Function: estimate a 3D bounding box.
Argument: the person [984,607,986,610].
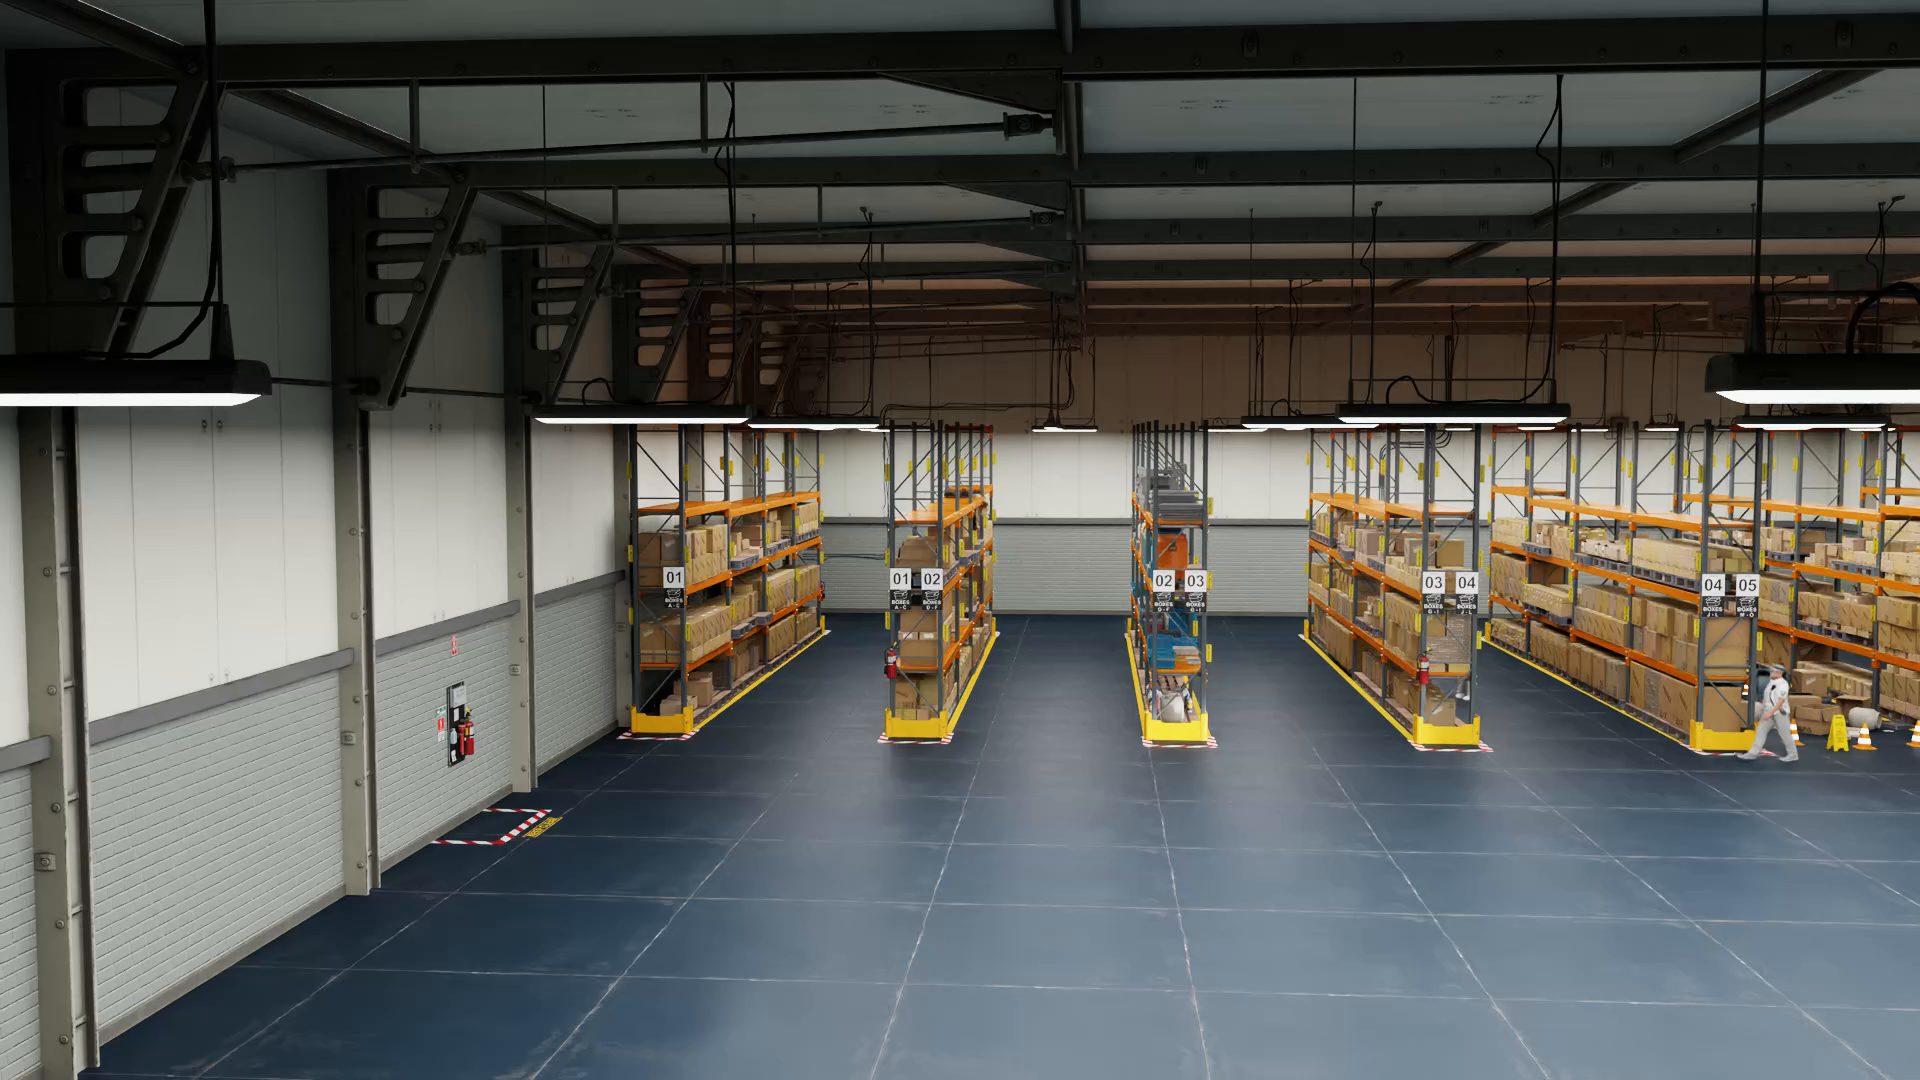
[{"bbox_3d":[0.535,1.651,51.125,0.590,1.698,0.401,-2,4,-29],"label":"person"}]

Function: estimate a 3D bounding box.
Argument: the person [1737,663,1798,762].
[{"bbox_3d":[14.134,3.005,28.960,0.979,1.722,0.534,-1,4,-9],"label":"person"}]

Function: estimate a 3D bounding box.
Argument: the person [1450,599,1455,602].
[{"bbox_3d":[12.114,2.316,41.245,0.429,1.727,0.547,-2,4,-24],"label":"person"}]

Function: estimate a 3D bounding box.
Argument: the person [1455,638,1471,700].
[{"bbox_3d":[10.937,2.597,36.033,0.372,1.674,0.488,-1,4,-19],"label":"person"}]
